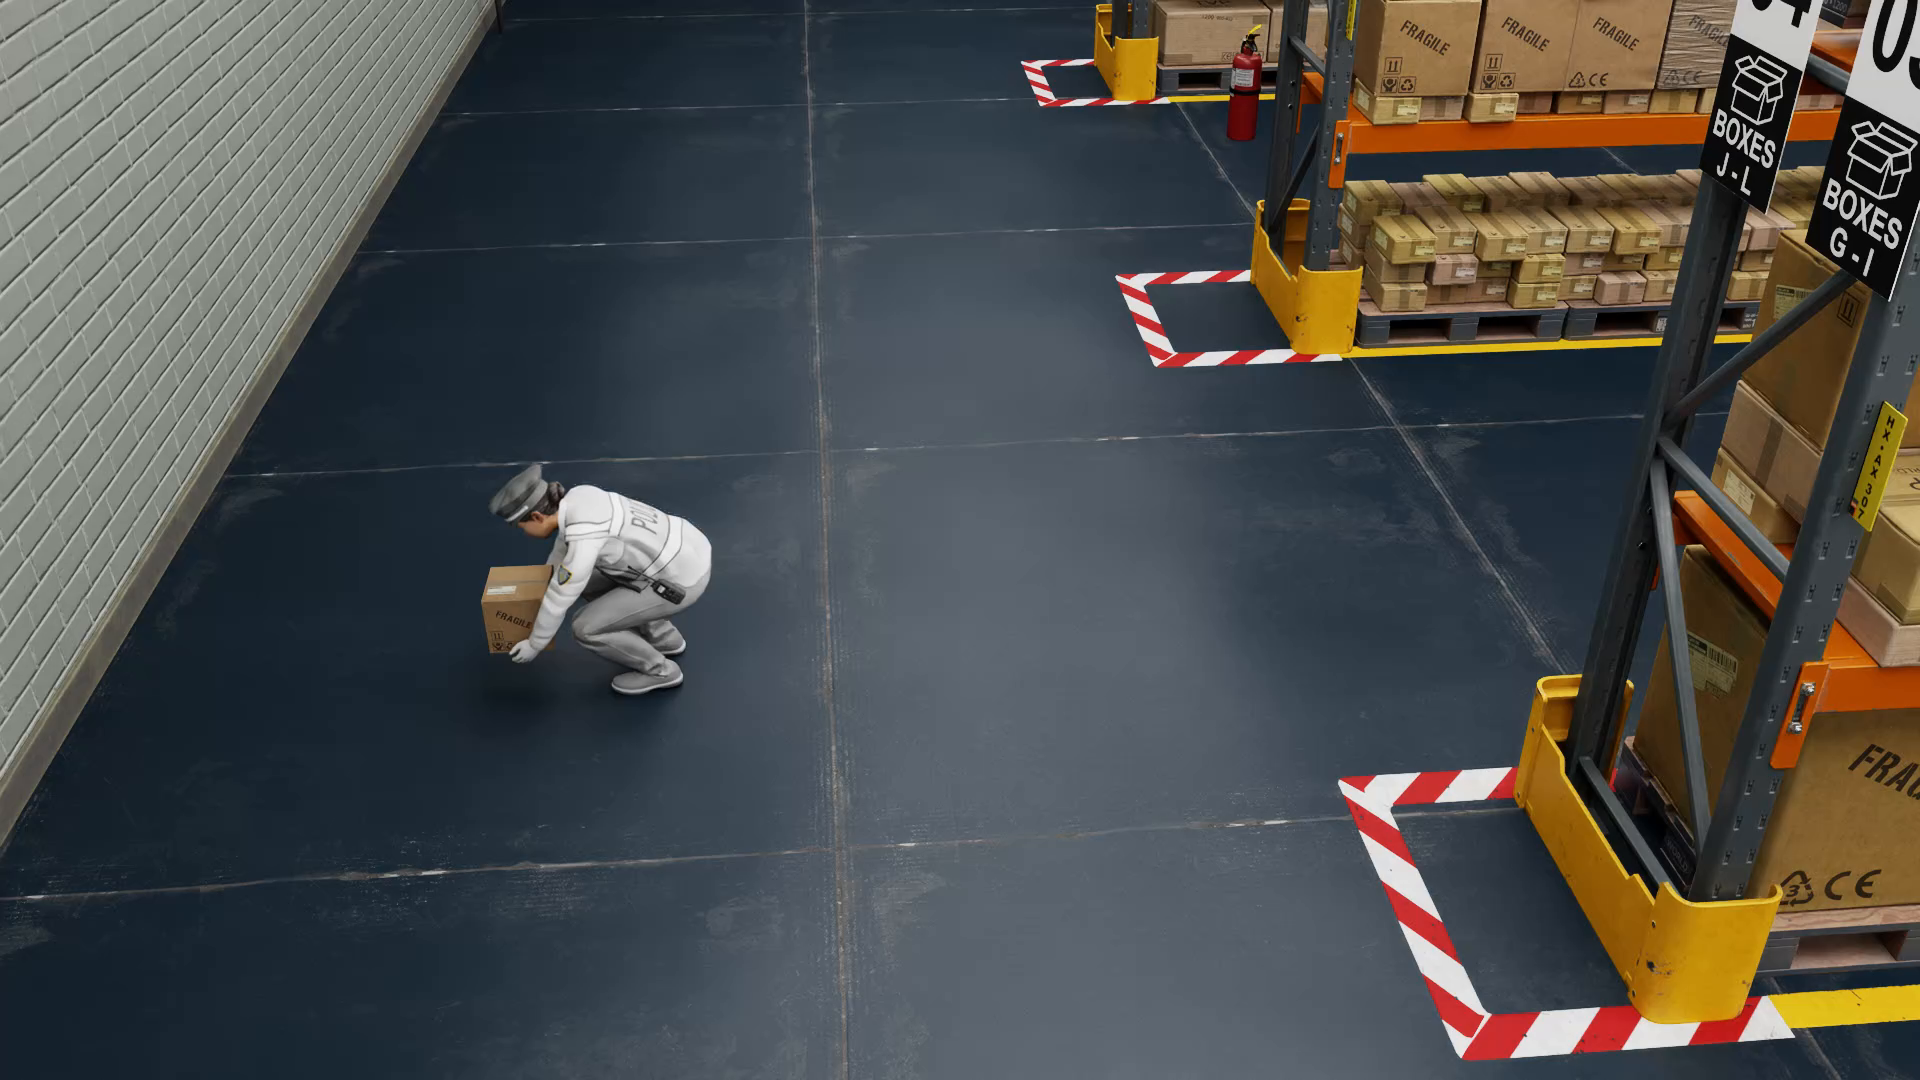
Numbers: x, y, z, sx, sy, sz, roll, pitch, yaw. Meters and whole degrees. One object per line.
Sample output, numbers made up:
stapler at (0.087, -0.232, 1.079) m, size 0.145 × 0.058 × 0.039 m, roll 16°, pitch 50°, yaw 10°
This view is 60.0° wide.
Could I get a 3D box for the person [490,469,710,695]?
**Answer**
person at (-1.410, 0.137, 6.595) m, size 0.825 × 0.961 × 0.499 m, roll -3°, pitch 31°, yaw -4°
